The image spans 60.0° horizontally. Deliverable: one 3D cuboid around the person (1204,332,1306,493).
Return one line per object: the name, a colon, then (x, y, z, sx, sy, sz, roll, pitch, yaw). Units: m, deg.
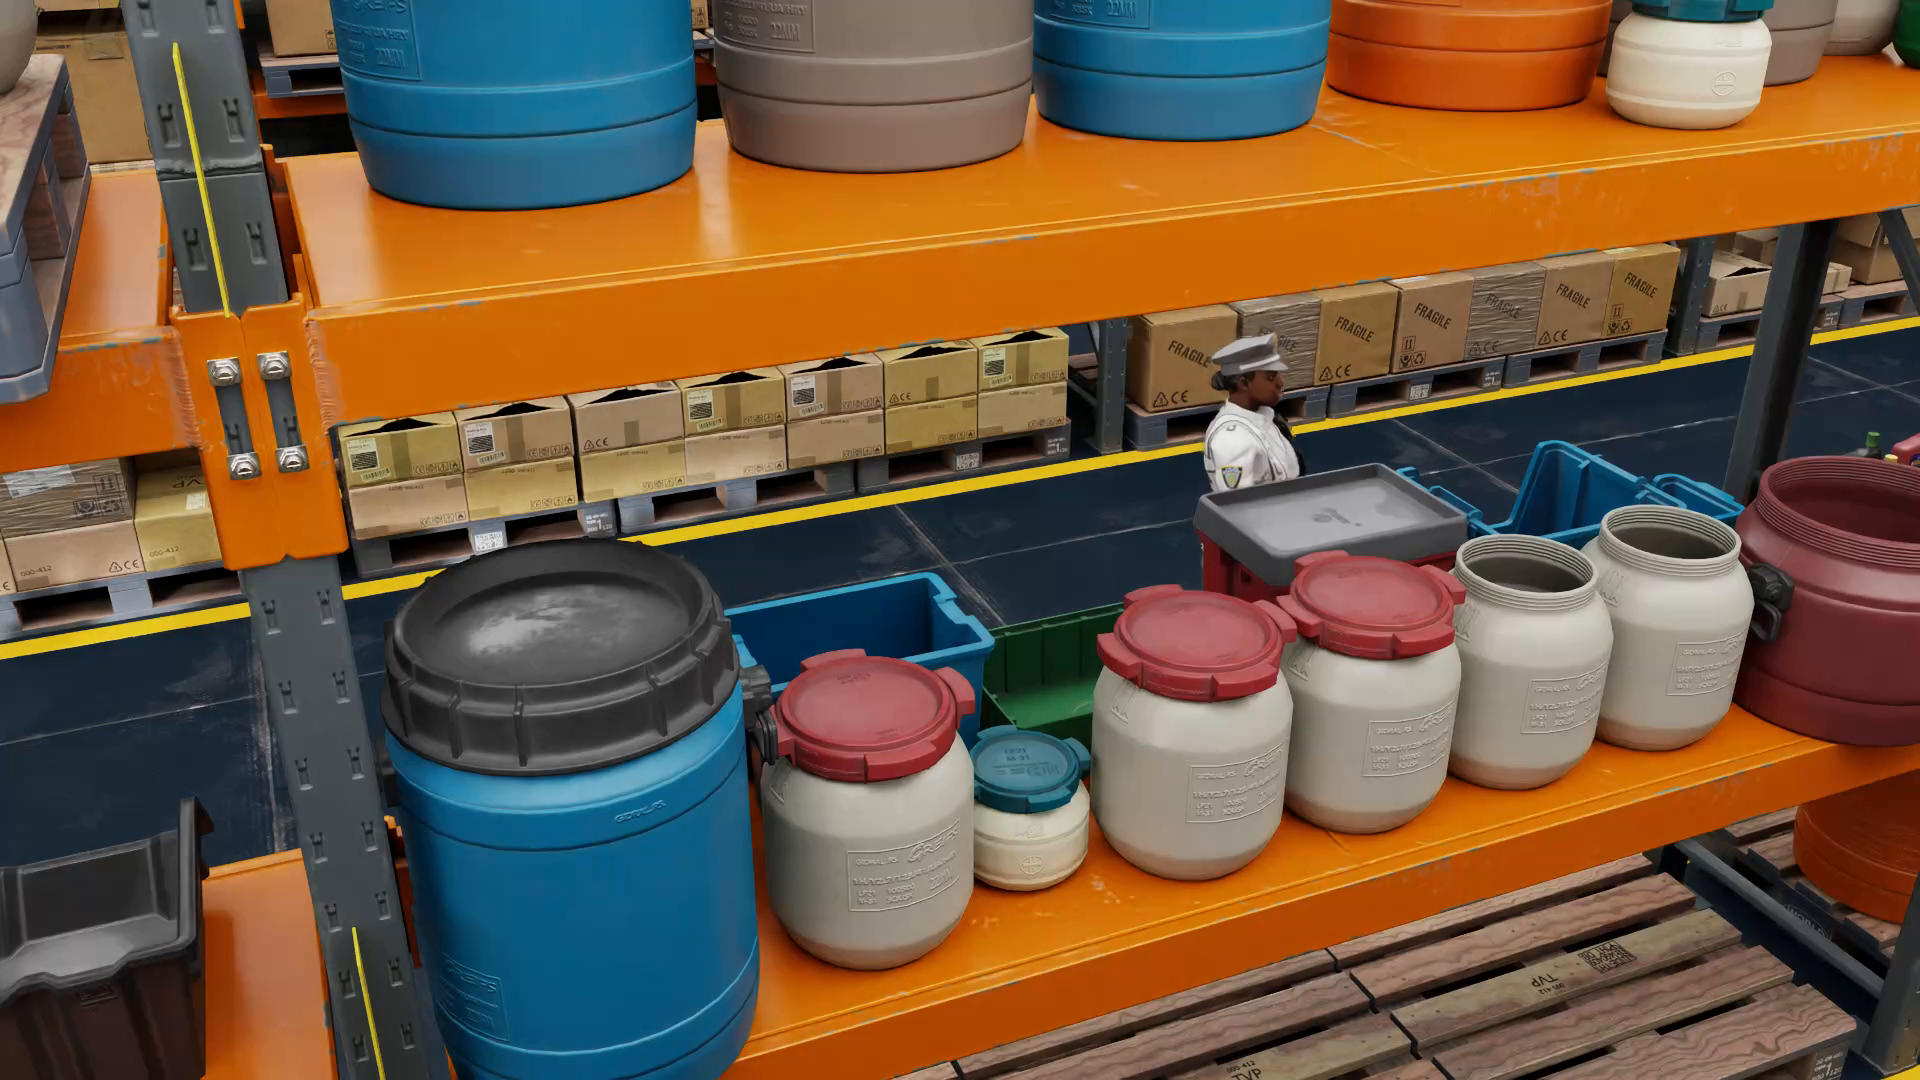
person: (1.160, 0.061, 5.990, 0.903, 1.618, 0.496, 12, 29, 23)
